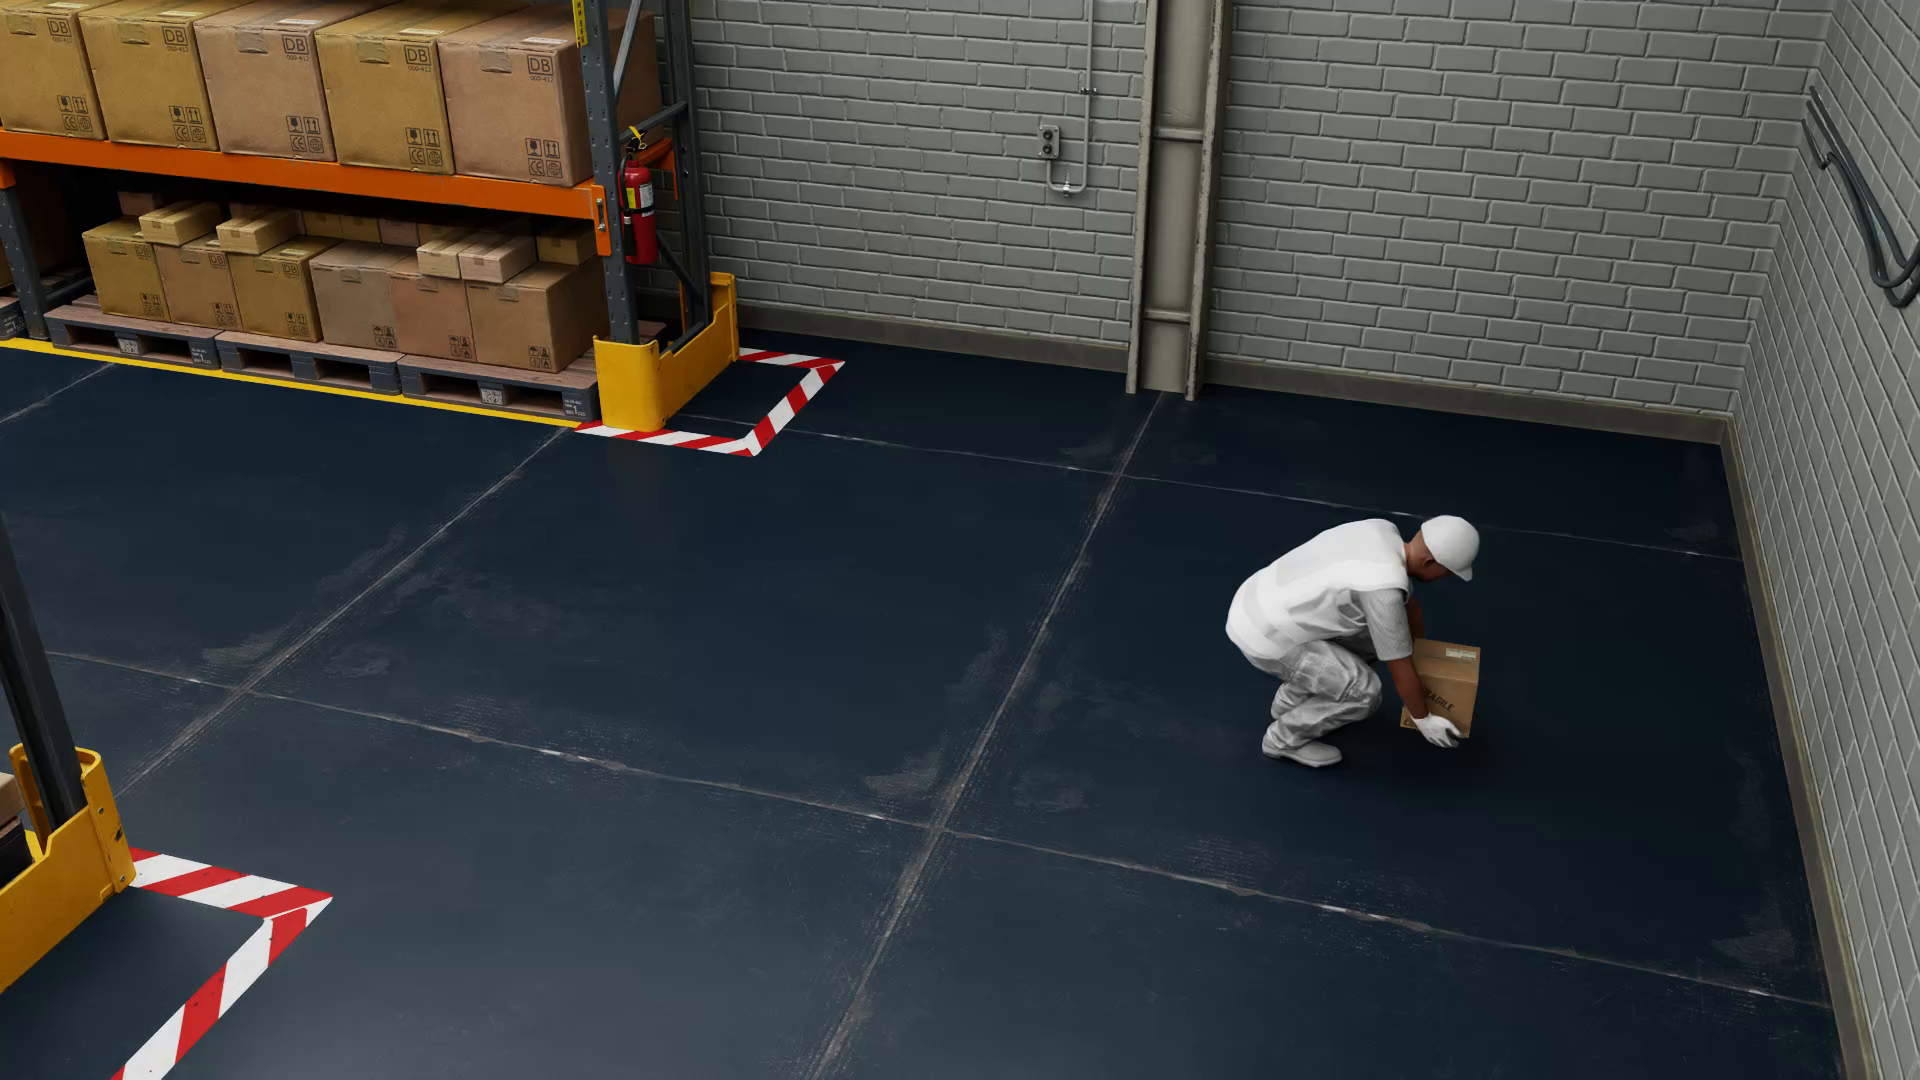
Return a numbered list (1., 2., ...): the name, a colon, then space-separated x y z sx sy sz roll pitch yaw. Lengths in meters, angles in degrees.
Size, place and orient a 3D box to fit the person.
1. person: 1.479 0.336 6.300 0.912 1.014 0.578 8 30 15
